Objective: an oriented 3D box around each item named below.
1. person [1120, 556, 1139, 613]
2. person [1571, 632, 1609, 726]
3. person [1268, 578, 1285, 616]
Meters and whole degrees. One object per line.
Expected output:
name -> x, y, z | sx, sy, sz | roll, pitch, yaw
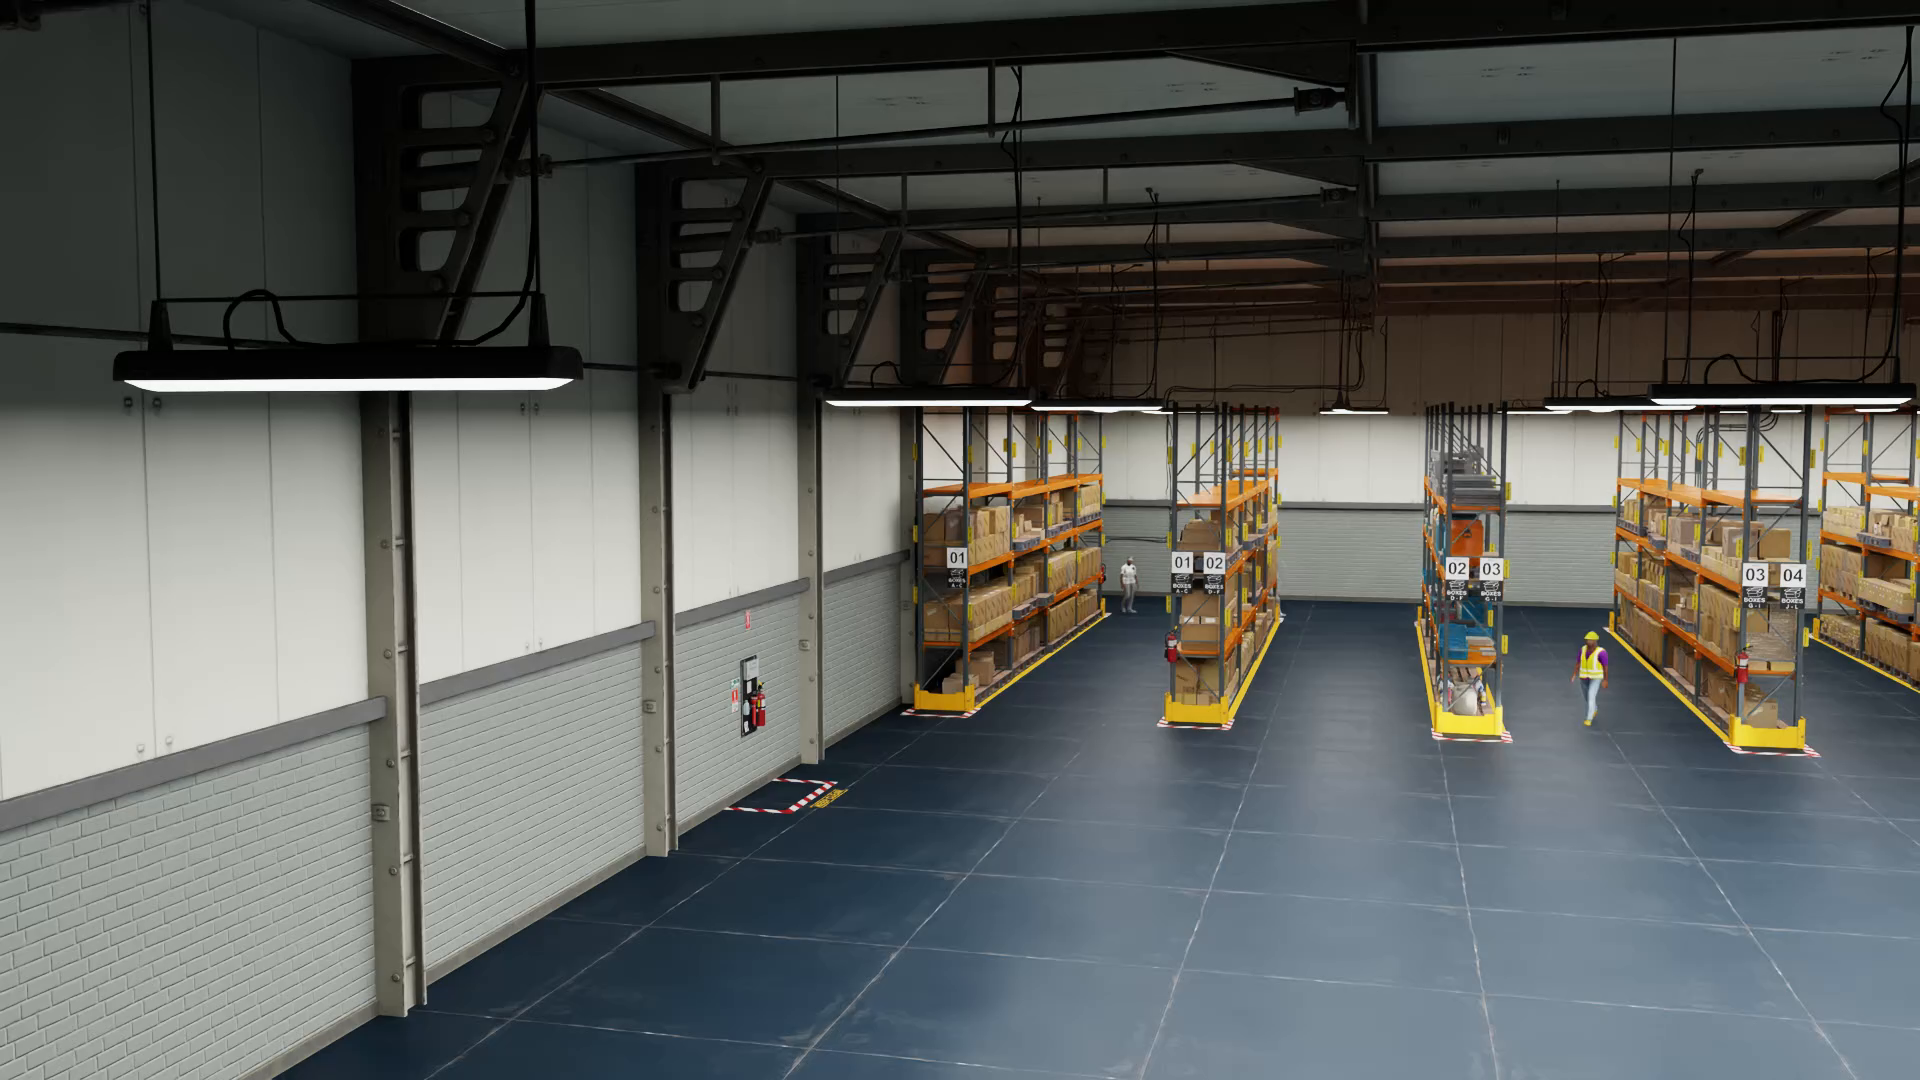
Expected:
person -> 4.938, 1.300, 48.461 | 0.471, 1.677, 0.415 | -3, 5, -31
person -> 11.772, 2.564, 31.023 | 0.638, 1.716, 1.093 | 4, 6, 41
person -> 8.989, 1.436, 47.898 | 0.910, 1.476, 0.404 | 4, 6, 45
